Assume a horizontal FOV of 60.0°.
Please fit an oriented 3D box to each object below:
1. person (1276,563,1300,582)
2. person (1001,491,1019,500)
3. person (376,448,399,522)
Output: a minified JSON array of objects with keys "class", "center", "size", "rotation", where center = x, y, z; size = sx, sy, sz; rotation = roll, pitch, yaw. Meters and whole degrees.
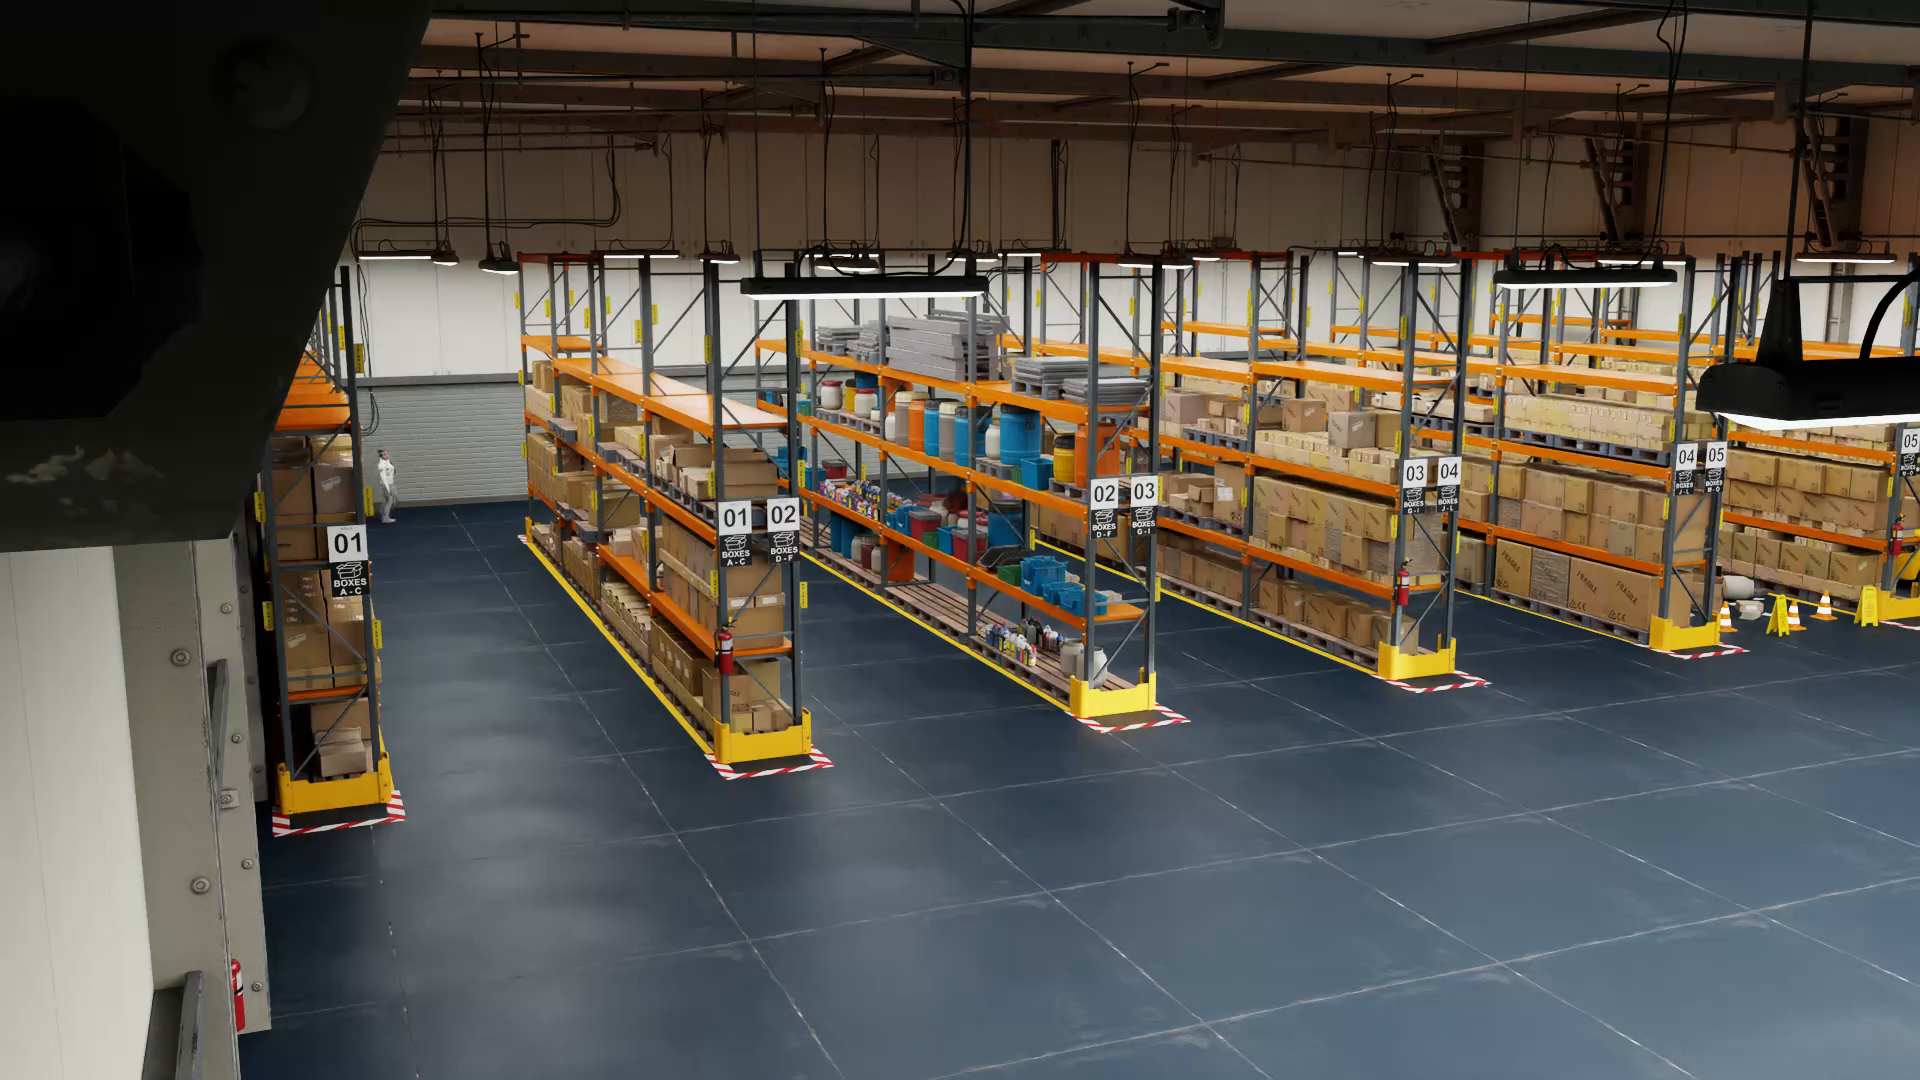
[{"class":"person","center":[5.904,0.069,29.944],"size":[0.560,1.757,0.382],"rotation":[7,12,33]},{"class":"person","center":[0.986,-0.481,33.214],"size":[0.358,1.606,0.452],"rotation":[-9,14,-41]},{"class":"person","center":[-12.728,-1.226,36.987],"size":[0.429,1.665,0.501],"rotation":[-4,11,-20]}]
